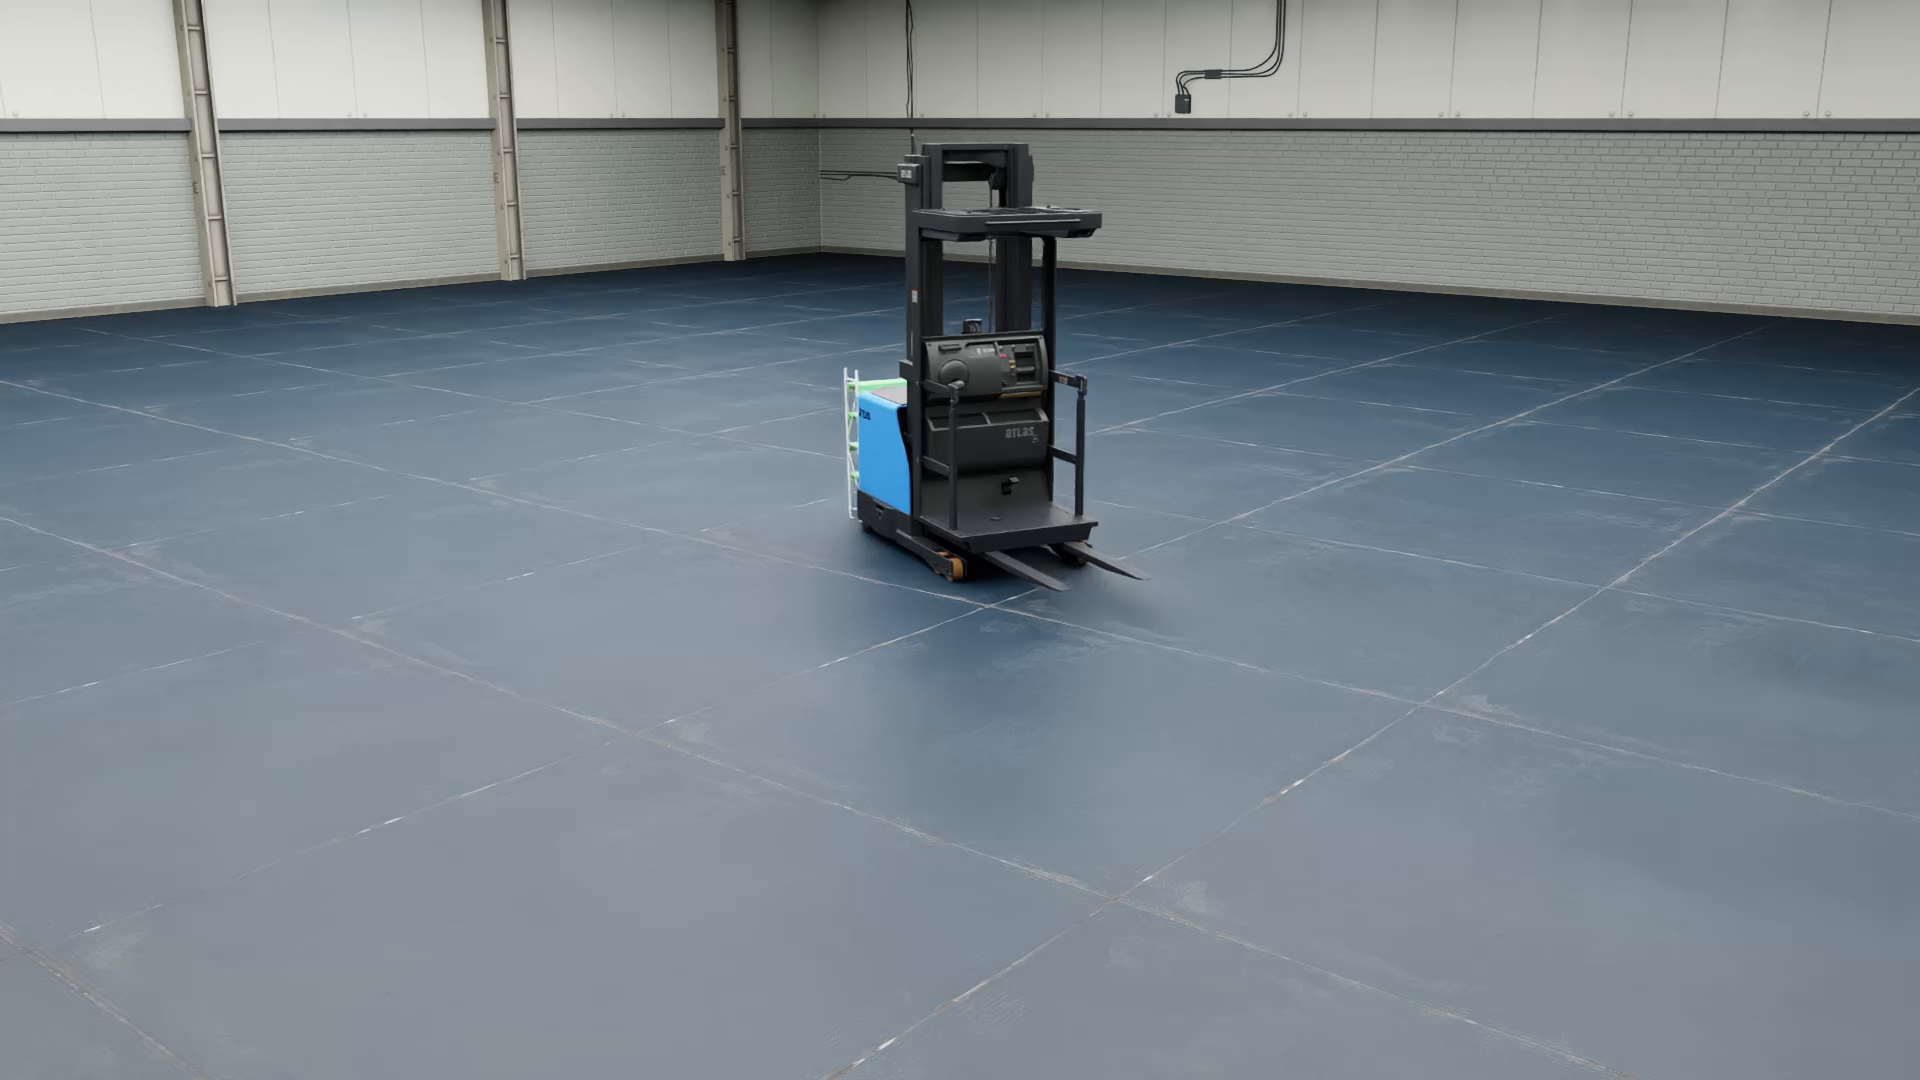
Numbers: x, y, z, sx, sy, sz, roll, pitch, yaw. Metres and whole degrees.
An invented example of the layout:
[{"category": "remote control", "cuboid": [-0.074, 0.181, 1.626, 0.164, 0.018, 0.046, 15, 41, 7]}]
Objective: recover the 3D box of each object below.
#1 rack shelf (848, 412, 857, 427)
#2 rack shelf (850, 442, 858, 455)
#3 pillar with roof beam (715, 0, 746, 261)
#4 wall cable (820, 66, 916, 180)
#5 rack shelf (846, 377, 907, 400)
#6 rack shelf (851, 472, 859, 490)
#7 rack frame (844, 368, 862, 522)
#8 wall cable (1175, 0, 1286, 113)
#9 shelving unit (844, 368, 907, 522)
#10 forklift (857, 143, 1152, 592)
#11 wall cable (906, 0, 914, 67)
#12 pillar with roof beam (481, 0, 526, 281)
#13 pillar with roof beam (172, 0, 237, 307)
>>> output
[{"category": "rack shelf", "cuboid": [-0.625, -0.949, 13.181, 0.480, 0.148, 0.258, -7, 13, -26]}, {"category": "rack shelf", "cuboid": [-0.620, -0.714, 13.230, 0.480, 0.148, 0.258, -7, 13, -26]}, {"category": "pillar with roof beam", "cuboid": [-1.730, -10.005, 33.732, 9.100, 9.000, 0.400, 11, 18, 38]}, {"category": "wall cable", "cuboid": [-2.198, -9.526, 38.152, 3.097, 2.526, 0.112, 11, 18, 38]}, {"category": "rack shelf", "cuboid": [-0.631, -1.184, 13.133, 0.480, 0.148, 0.258, -7, 13, -26]}, {"category": "rack shelf", "cuboid": [-0.615, -0.479, 13.279, 0.480, 0.148, 0.258, -7, 13, -26]}, {"category": "rack frame", "cuboid": [-0.839, -0.750, 13.110, 0.015, 1.200, 0.240, -7, 13, -26]}, {"category": "wall cable", "cuboid": [5.176, -11.207, 31.556, 2.305, 6.003, 0.169, 11, 18, 38]}, {"category": "shelving unit", "cuboid": [-0.622, -0.777, 13.217, 0.503, 1.200, 0.258, -7, 13, -26]}, {"category": "forklift", "cuboid": [0.287, -1.255, 11.611, 1.130, 2.935, 3.031, -7, 16, -25]}, {"category": "wall cable", "cuboid": [-0.094, -11.555, 35.882, 3.097, 2.526, 0.112, 11, 18, 38]}, {"category": "pillar with roof beam", "cuboid": [-5.501, -8.856, 29.208, 9.100, 9.000, 0.400, 11, 18, 38]}, {"category": "pillar with roof beam", "cuboid": [-9.272, -7.707, 24.685, 9.100, 9.000, 0.400, 11, 18, 38]}]
